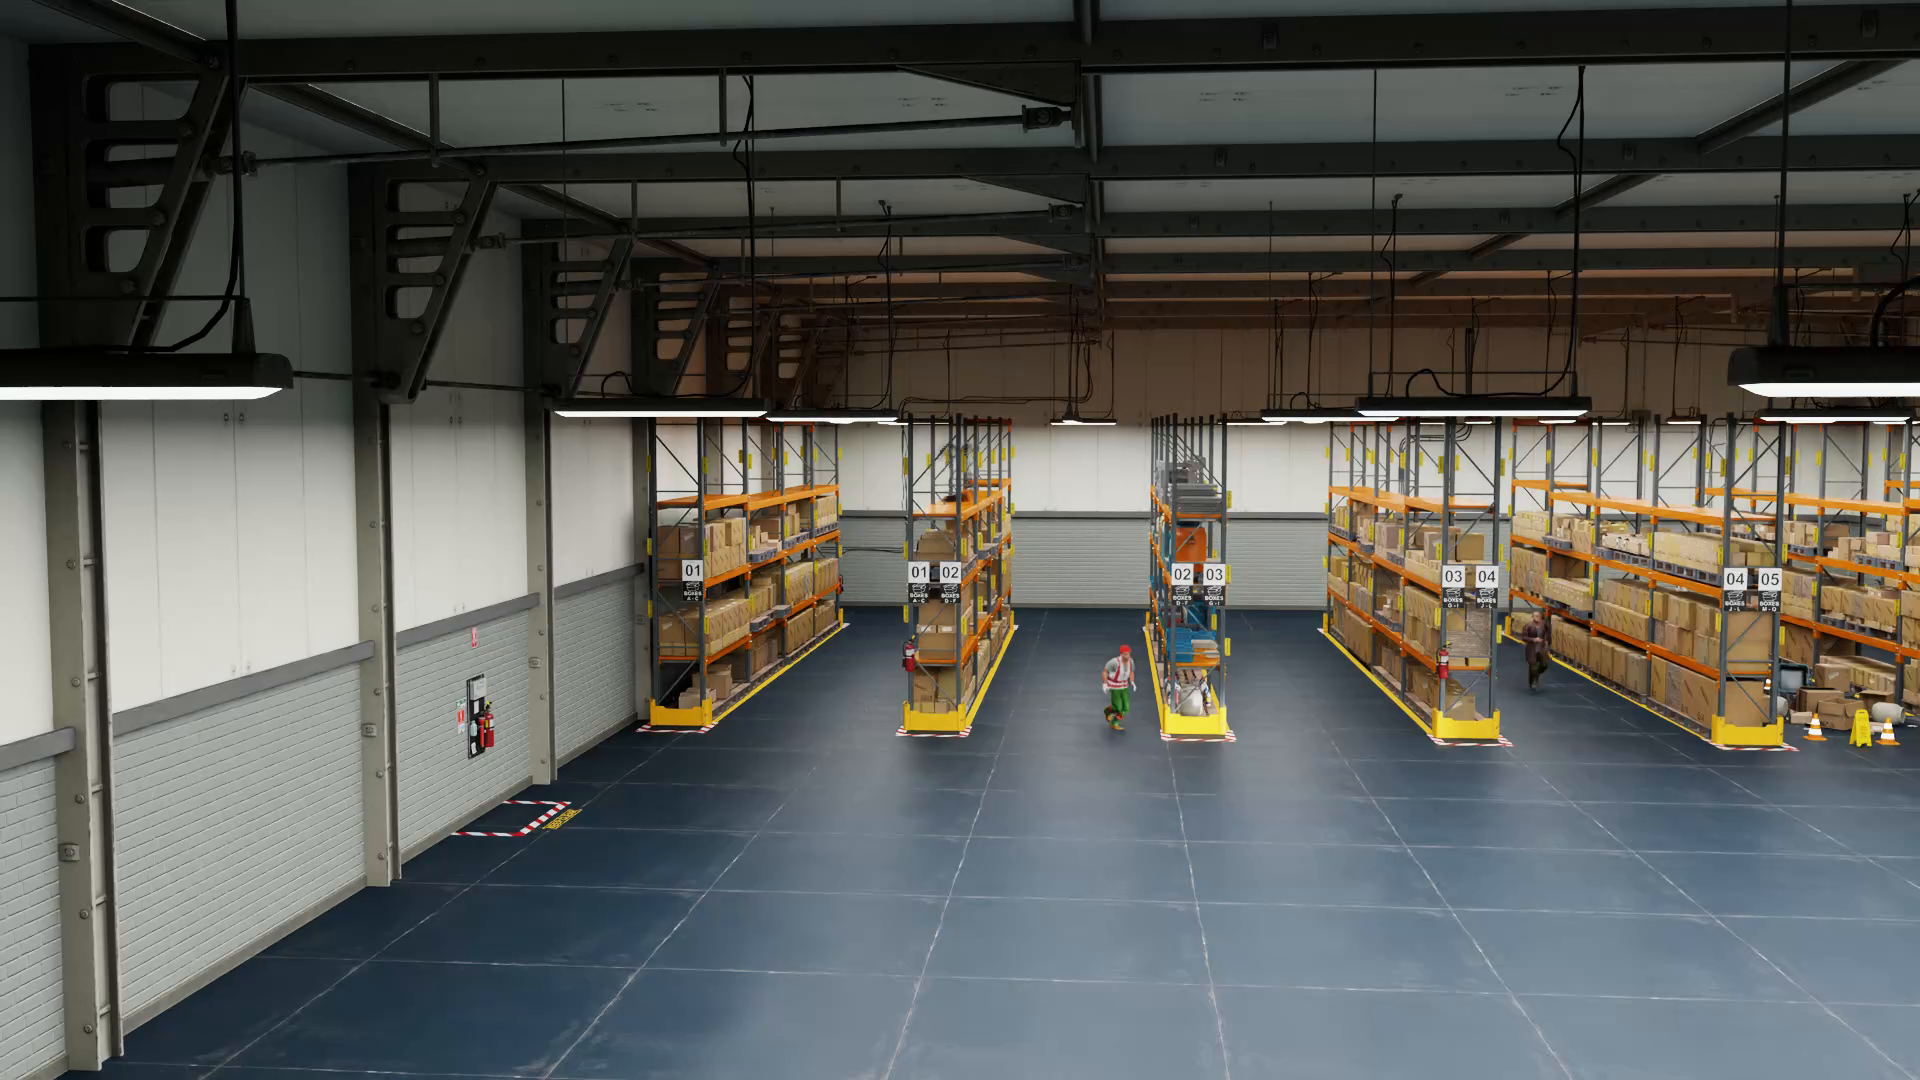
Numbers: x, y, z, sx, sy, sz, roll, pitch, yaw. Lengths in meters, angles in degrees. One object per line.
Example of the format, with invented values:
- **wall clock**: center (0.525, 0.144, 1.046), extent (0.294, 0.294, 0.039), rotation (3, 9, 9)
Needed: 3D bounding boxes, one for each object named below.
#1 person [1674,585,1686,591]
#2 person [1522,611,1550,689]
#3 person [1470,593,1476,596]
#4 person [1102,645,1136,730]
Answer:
- **person**: center (20.309, 1.717, 46.905), extent (0.755, 1.645, 0.642), rotation (0, 4, 6)
- **person**: center (12.587, 2.414, 36.225), extent (0.764, 1.729, 0.776), rotation (-1, 4, -8)
- **person**: center (13.964, 1.886, 44.683), extent (0.548, 1.712, 0.794), rotation (0, 4, 7)
- **person**: center (2.986, 2.783, 31.493), extent (0.663, 1.638, 0.788), rotation (-2, 4, -26)
